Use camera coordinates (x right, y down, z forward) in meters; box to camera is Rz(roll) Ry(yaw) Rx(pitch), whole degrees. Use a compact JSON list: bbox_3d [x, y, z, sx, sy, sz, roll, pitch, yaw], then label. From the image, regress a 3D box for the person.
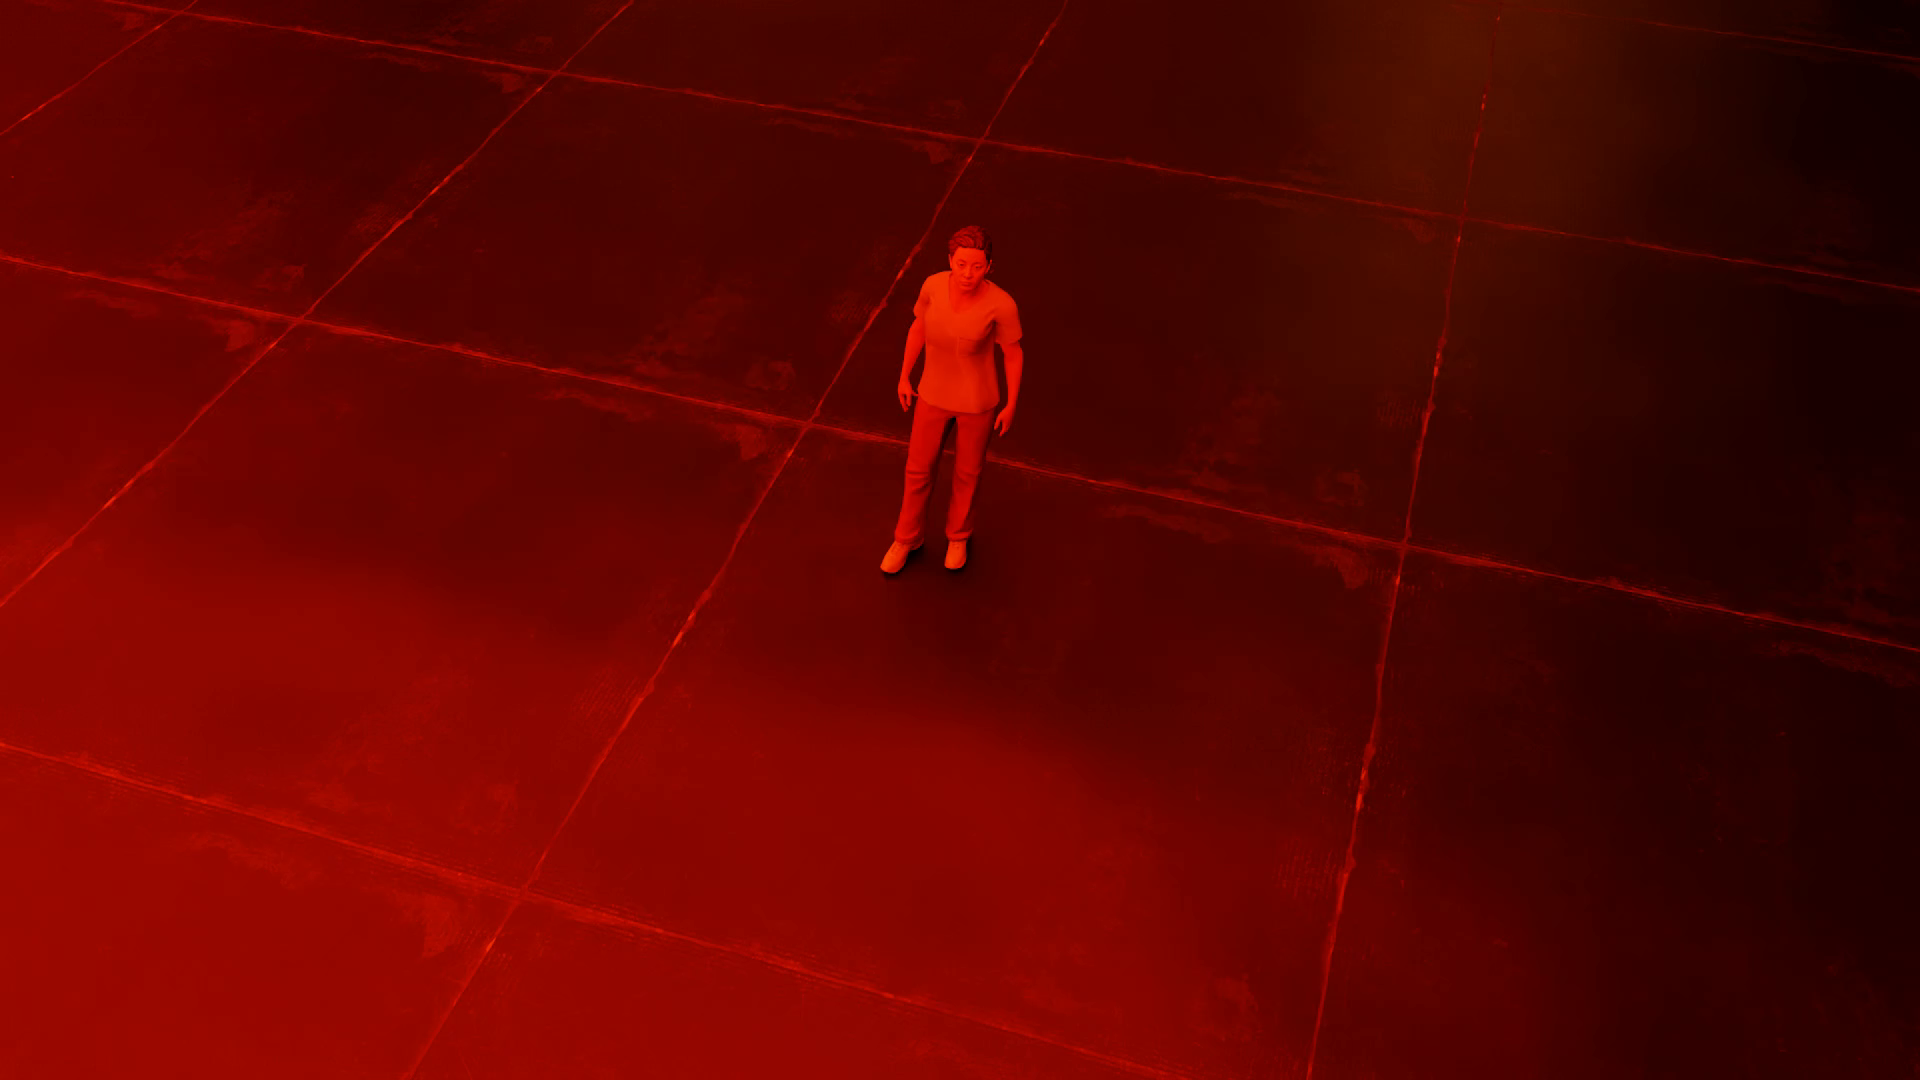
[{"bbox_3d":[-0.034,-0.573,7.216,0.553,1.673,0.548,12,44,13],"label":"person"}]
